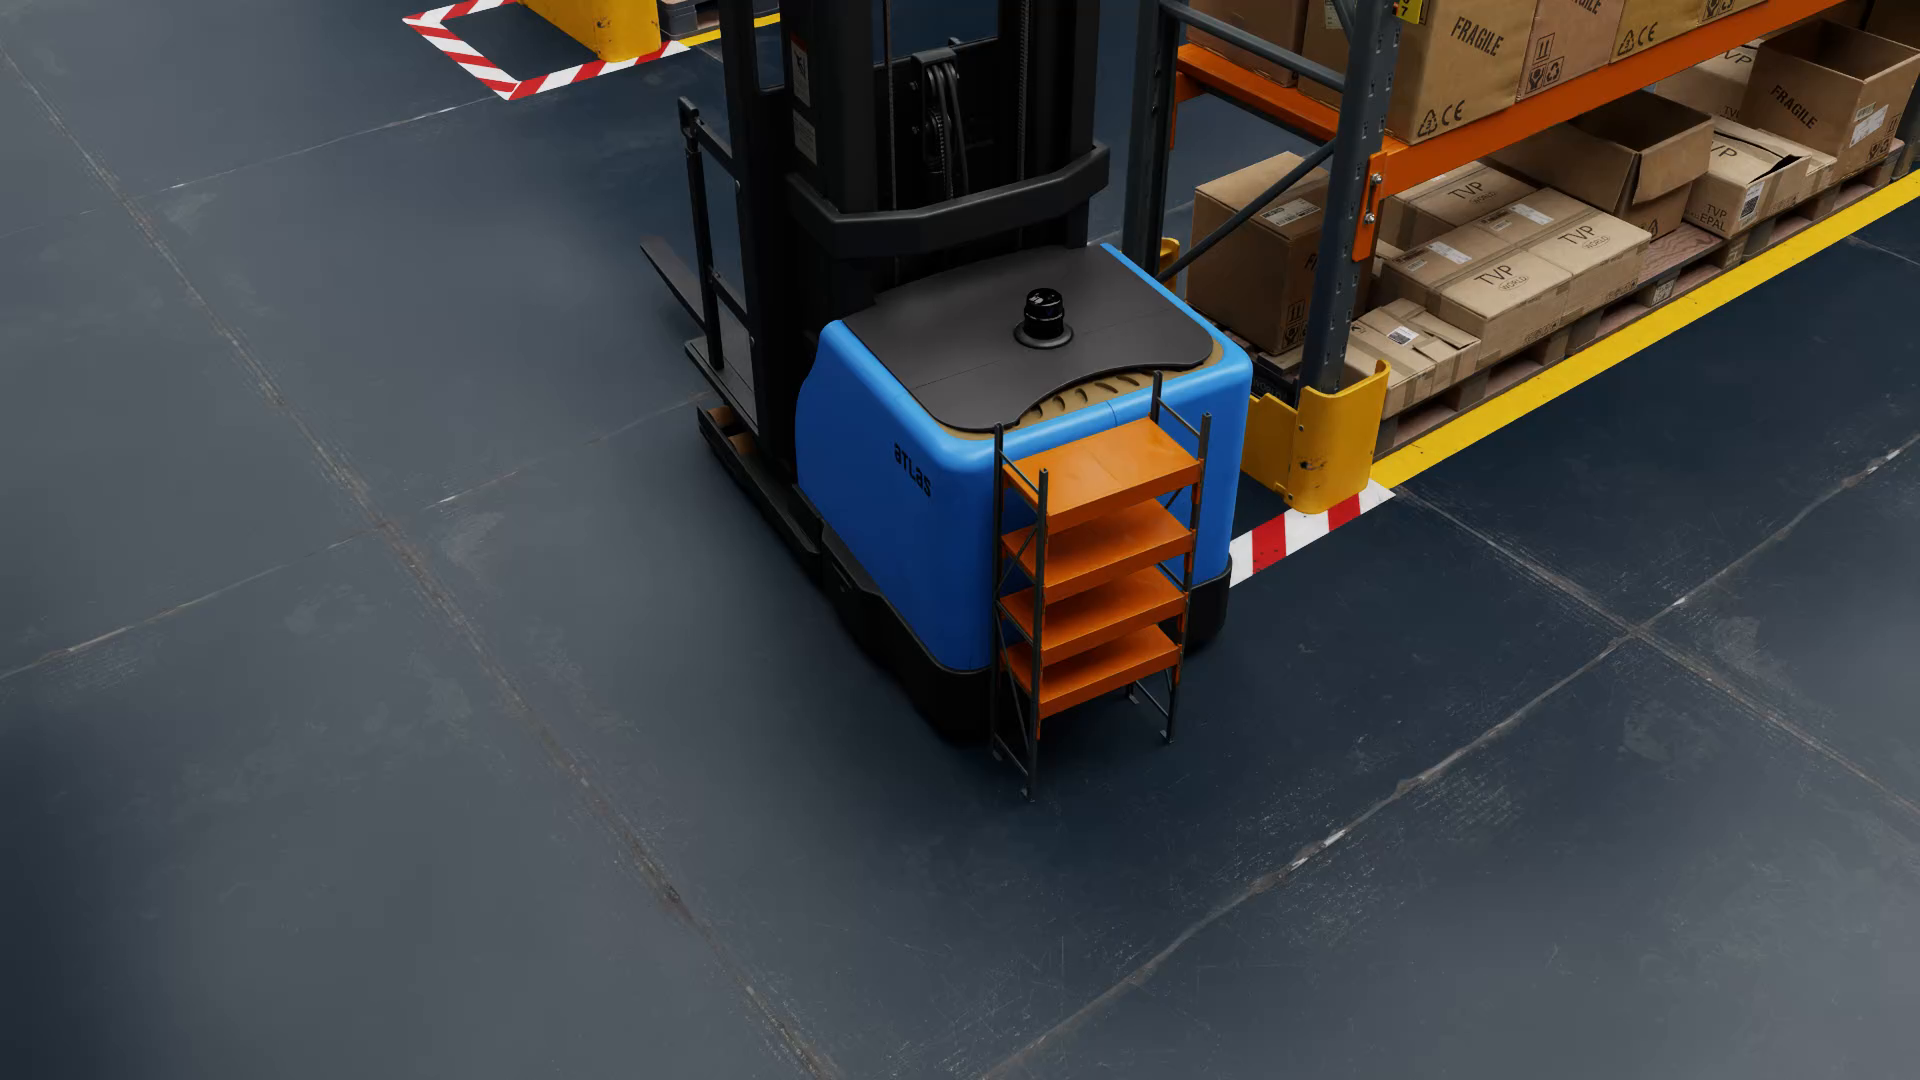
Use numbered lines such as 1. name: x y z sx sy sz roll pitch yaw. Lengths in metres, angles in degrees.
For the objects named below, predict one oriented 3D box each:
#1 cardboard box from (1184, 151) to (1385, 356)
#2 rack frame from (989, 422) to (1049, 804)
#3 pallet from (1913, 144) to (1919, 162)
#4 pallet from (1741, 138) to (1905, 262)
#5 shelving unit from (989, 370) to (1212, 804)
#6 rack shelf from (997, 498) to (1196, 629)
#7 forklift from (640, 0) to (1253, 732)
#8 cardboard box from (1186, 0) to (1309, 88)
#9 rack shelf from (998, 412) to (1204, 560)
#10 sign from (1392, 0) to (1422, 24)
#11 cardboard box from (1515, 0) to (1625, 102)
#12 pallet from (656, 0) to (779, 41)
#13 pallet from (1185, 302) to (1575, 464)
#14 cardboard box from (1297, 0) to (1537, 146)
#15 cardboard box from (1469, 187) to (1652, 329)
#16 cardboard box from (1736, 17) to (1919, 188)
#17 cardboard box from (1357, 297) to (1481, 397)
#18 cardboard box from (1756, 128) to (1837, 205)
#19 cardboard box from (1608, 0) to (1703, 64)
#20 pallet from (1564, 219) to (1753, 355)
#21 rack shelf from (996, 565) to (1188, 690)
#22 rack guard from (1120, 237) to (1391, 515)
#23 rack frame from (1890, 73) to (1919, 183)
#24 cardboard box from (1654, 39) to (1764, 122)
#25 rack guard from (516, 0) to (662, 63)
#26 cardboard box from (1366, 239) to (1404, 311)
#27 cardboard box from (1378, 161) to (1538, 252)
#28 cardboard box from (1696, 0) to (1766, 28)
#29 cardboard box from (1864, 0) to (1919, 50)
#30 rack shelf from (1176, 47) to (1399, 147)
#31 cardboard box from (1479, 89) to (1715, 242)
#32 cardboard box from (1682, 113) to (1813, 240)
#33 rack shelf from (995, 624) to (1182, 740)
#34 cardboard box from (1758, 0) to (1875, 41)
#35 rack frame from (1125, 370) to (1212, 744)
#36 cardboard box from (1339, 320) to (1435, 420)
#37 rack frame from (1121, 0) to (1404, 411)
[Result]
1. cardboard box: 1.228 -1.101 6.351 0.500 0.500 0.500 -26 46 -28
2. rack frame: 0.152 0.232 4.521 0.015 1.200 0.240 -19 43 -22
3. pallet: 4.741 -2.364 8.466 1.213 0.211 1.003 -26 46 -28
4. pallet: 3.574 -1.766 7.736 1.213 0.211 1.003 -26 46 -28
5. shelving unit: 0.365 0.157 4.613 0.503 1.200 0.258 -19 43 -22
6. rack shelf: 0.365 0.036 4.514 0.480 0.148 0.258 -19 43 -22
7. forklift: -0.307 -1.483 5.246 1.130 2.935 3.031 -19 43 -22
8. cardboard box: 1.136 -1.912 5.637 0.500 0.500 0.500 -25 45 -27
9. rack shelf: 0.365 -0.147 4.364 0.480 0.148 0.258 -19 43 -22
10. sign: 1.278 -1.625 4.683 0.005 0.325 0.100 -26 46 -28
11. cardboard box: 1.865 -1.843 5.553 0.500 0.500 0.500 -26 46 -28
12. pallet: -1.391 -3.277 9.578 1.213 0.211 1.003 -26 46 -28
13. pallet: 1.639 -0.823 6.587 1.213 0.211 1.003 -26 46 -28
14. cardboard box: 1.460 -1.641 5.306 0.500 0.500 0.500 -25 46 -27
15. cardboard box: 2.344 -1.124 6.576 0.500 0.250 0.500 -26 46 -28
16. cardboard box: 3.840 -1.950 7.386 0.500 0.500 0.500 -26 46 -28
17. cardboard box: 1.687 -0.724 6.154 0.250 0.166 0.380 -26 46 -28
18. cardboard box: 3.579 -1.639 7.284 0.250 0.149 0.380 -26 46 -28
19. cardboard box: 2.265 -2.035 5.787 0.500 0.500 0.500 -26 46 -28
20. pallet: 2.606 -1.292 7.159 1.213 0.211 1.003 -26 46 -28
21. rack shelf: 0.365 0.209 4.656 0.480 0.148 0.258 -19 43 -22
22. rack guard: 1.007 -0.626 6.119 0.348 0.500 1.175 -26 46 -28
23. rack frame: 4.119 -3.109 7.175 0.127 3.000 1.000 -26 46 -28
24. cardboard box: 3.654 -2.186 7.823 0.500 0.311 0.500 -26 46 -28
25. rack guard: -2.079 -3.073 9.102 0.348 0.500 1.175 -26 46 -28
26. cardboard box: 1.604 -1.083 6.592 0.250 0.166 0.380 -26 46 -28
27. cardboard box: 2.000 -1.356 6.859 0.500 0.250 0.500 -26 46 -28
28. cardboard box: 2.663 -2.228 6.022 0.500 0.500 0.500 -25 46 -28
29. cardboard box: 4.651 -2.377 7.907 0.500 0.500 0.500 -28 47 -30
30. rack shelf: 2.533 -2.134 6.399 3.809 0.124 0.919 -26 46 -28
31. cardboard box: 2.632 -1.585 6.939 0.637 0.503 0.797 -26 46 -28
32. cardboard box: 3.245 -1.587 7.093 0.500 0.311 0.500 -26 46 -28
33. rack shelf: 0.365 0.362 4.782 0.480 0.148 0.258 -19 43 -22
34. cardboard box: 4.335 -2.648 8.236 0.500 0.500 0.500 -26 46 -28
35. rack frame: 0.578 0.081 4.705 0.015 1.200 0.240 -19 43 -22
36. cardboard box: 1.489 -0.620 6.042 0.250 0.149 0.380 -26 46 -28
37. rack frame: 0.947 -1.563 5.290 0.127 3.000 1.000 -26 46 -28
